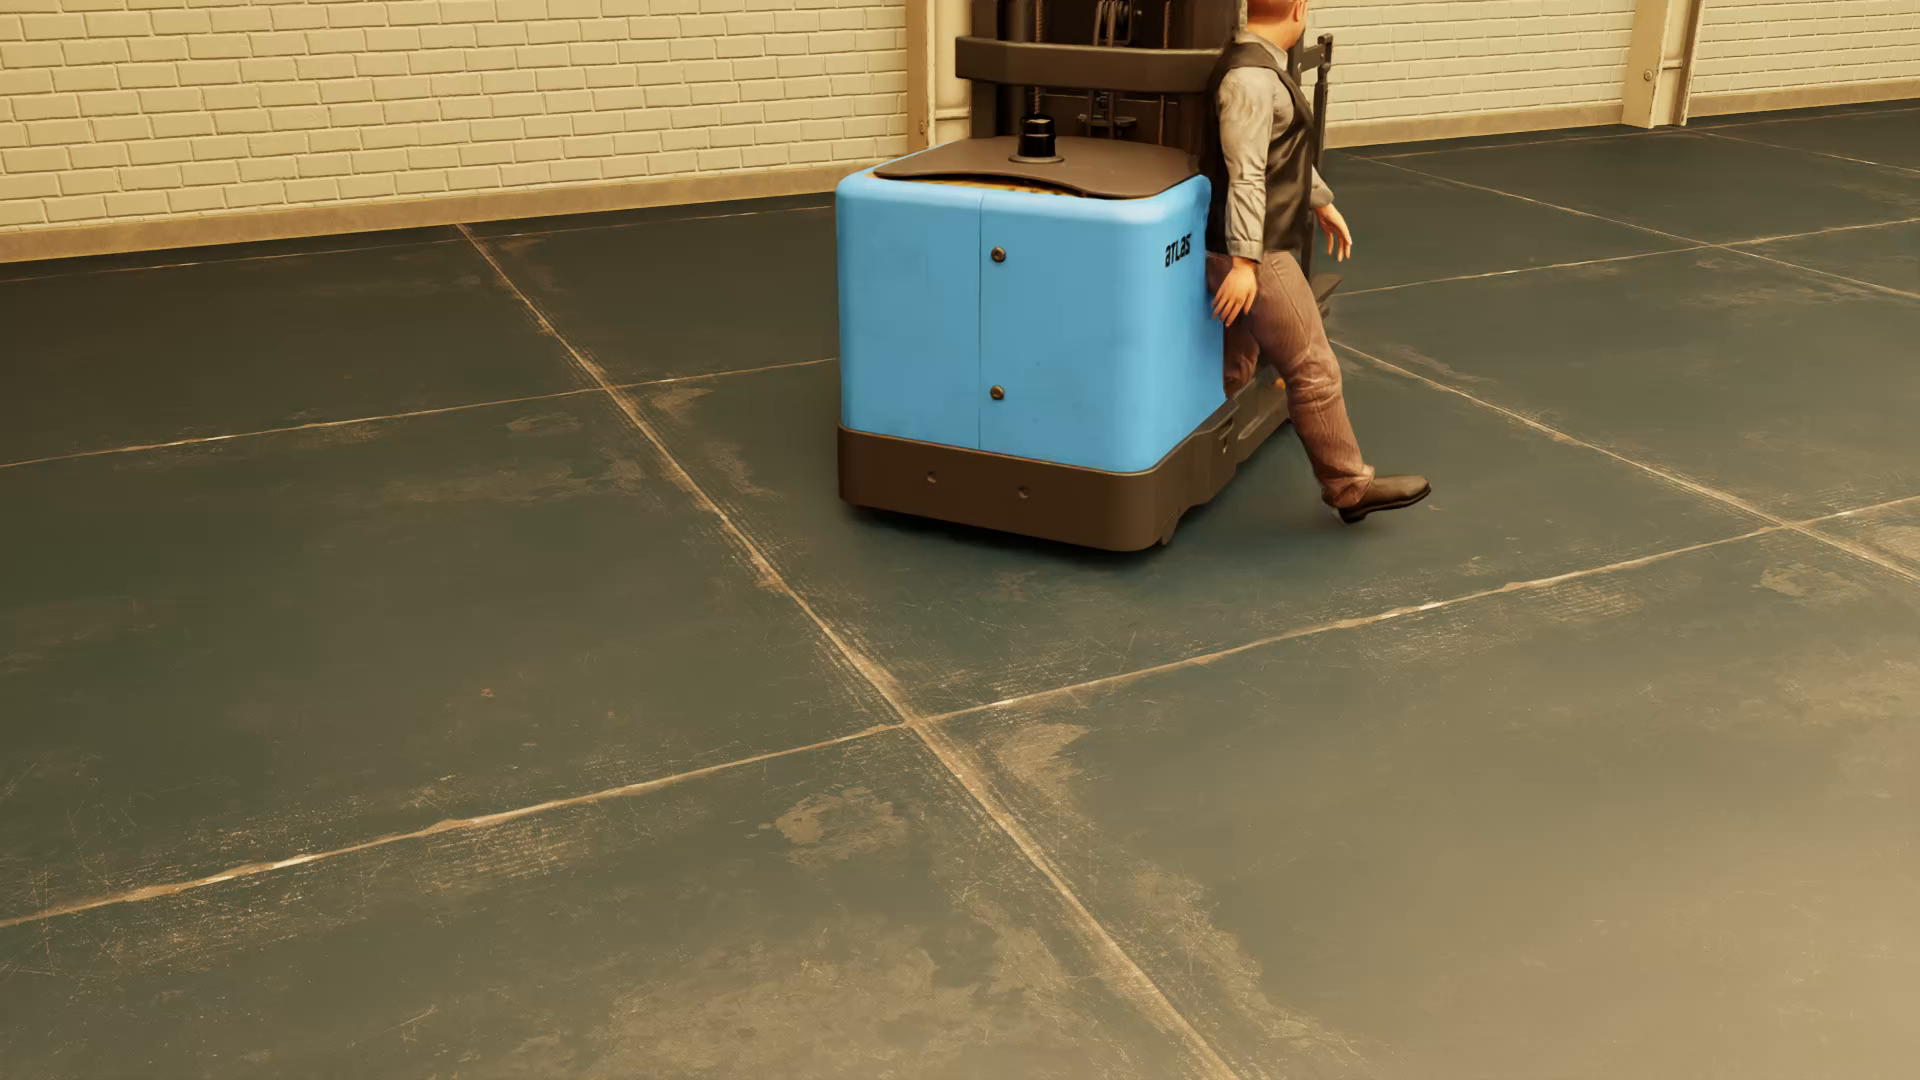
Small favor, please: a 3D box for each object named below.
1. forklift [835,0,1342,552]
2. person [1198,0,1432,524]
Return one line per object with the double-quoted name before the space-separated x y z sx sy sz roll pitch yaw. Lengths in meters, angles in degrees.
"forklift" 0.716 -1.849 5.736 1.130 2.935 3.031 11 25 24
"person" 1.002 -0.848 5.037 0.911 1.699 0.706 1 23 1
